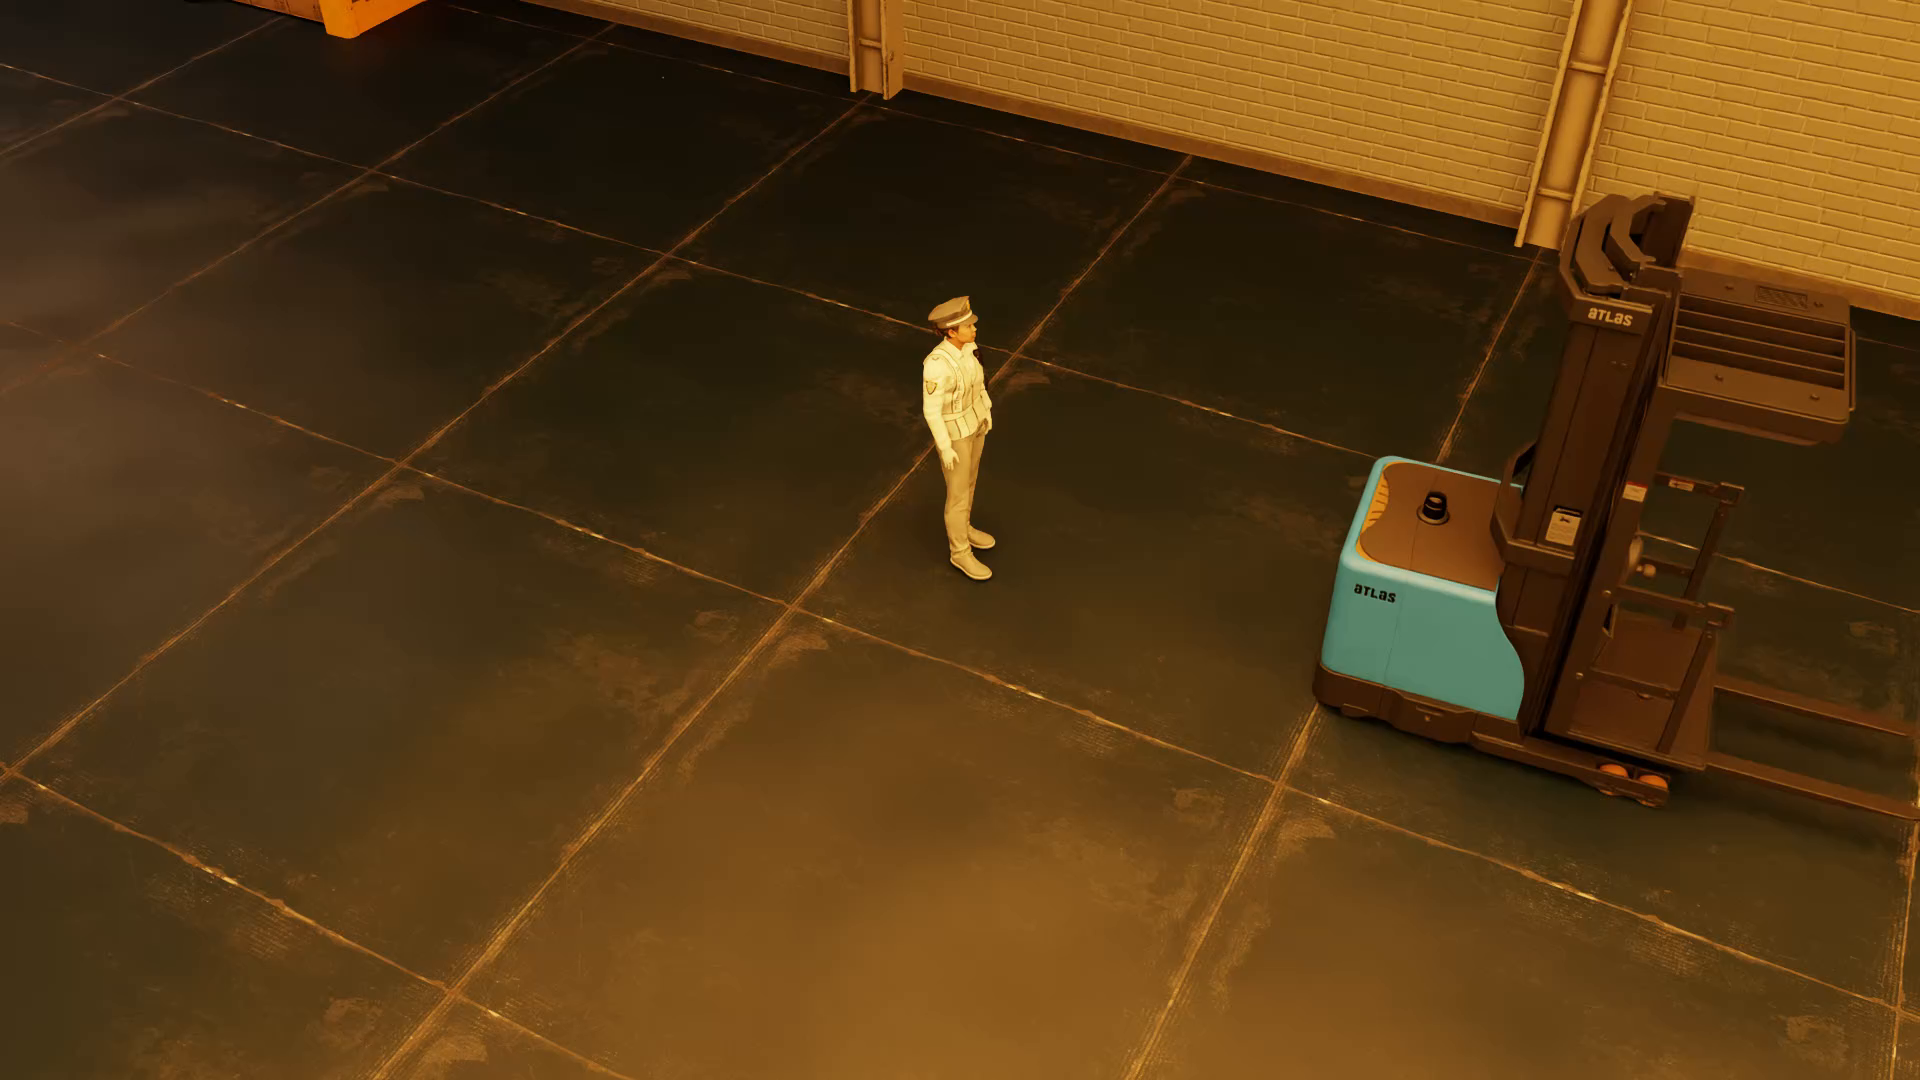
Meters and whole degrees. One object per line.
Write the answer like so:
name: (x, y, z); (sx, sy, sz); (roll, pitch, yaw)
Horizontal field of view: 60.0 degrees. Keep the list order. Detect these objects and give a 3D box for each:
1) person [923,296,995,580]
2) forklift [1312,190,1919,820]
person: (0.058, -0.630, 9.683); (0.531, 1.695, 0.588); (18, 43, 21)
forklift: (3.507, -0.133, 8.144); (3.031, 2.935, 1.130); (15, 42, 17)
